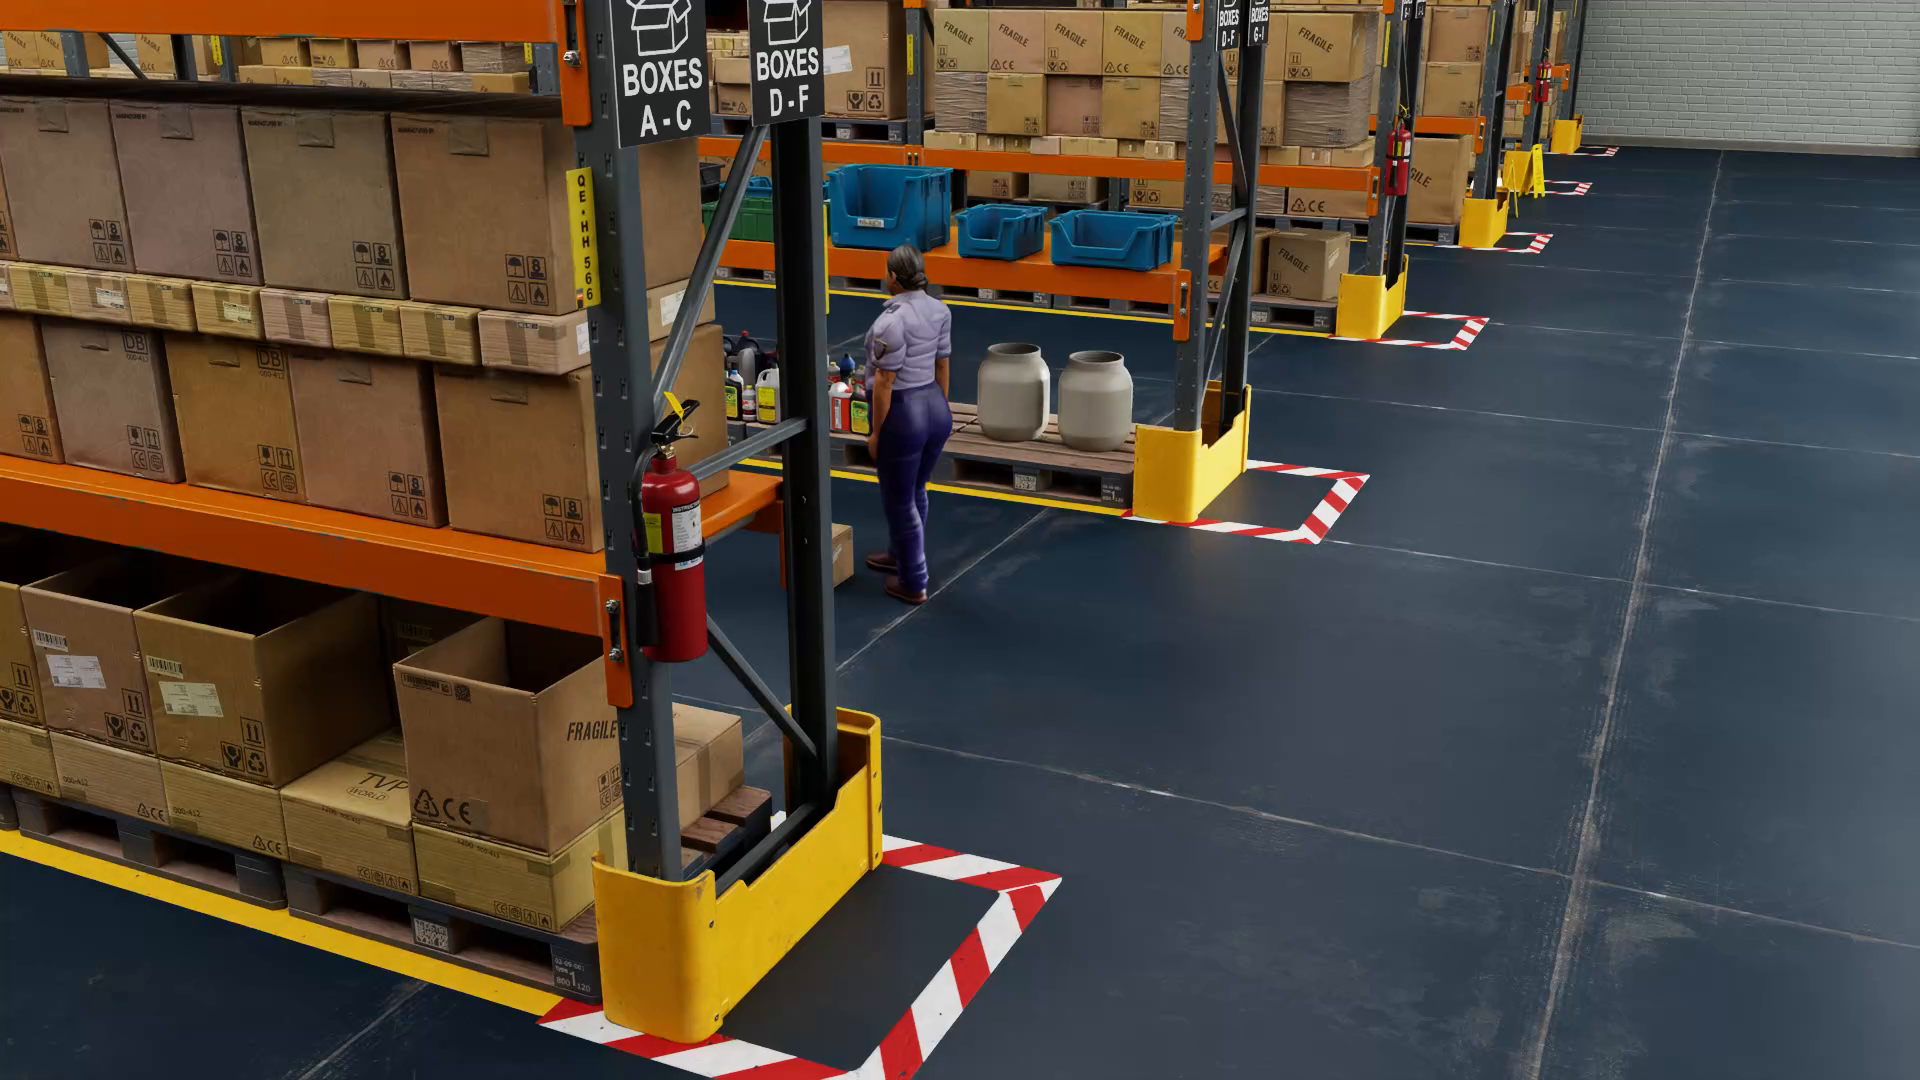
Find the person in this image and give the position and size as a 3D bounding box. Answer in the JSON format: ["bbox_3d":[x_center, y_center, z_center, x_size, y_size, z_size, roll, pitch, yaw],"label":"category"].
[{"bbox_3d":[-0.336,-0.555,7.667,0.584,1.643,0.487,14,24,35],"label":"person"}]
